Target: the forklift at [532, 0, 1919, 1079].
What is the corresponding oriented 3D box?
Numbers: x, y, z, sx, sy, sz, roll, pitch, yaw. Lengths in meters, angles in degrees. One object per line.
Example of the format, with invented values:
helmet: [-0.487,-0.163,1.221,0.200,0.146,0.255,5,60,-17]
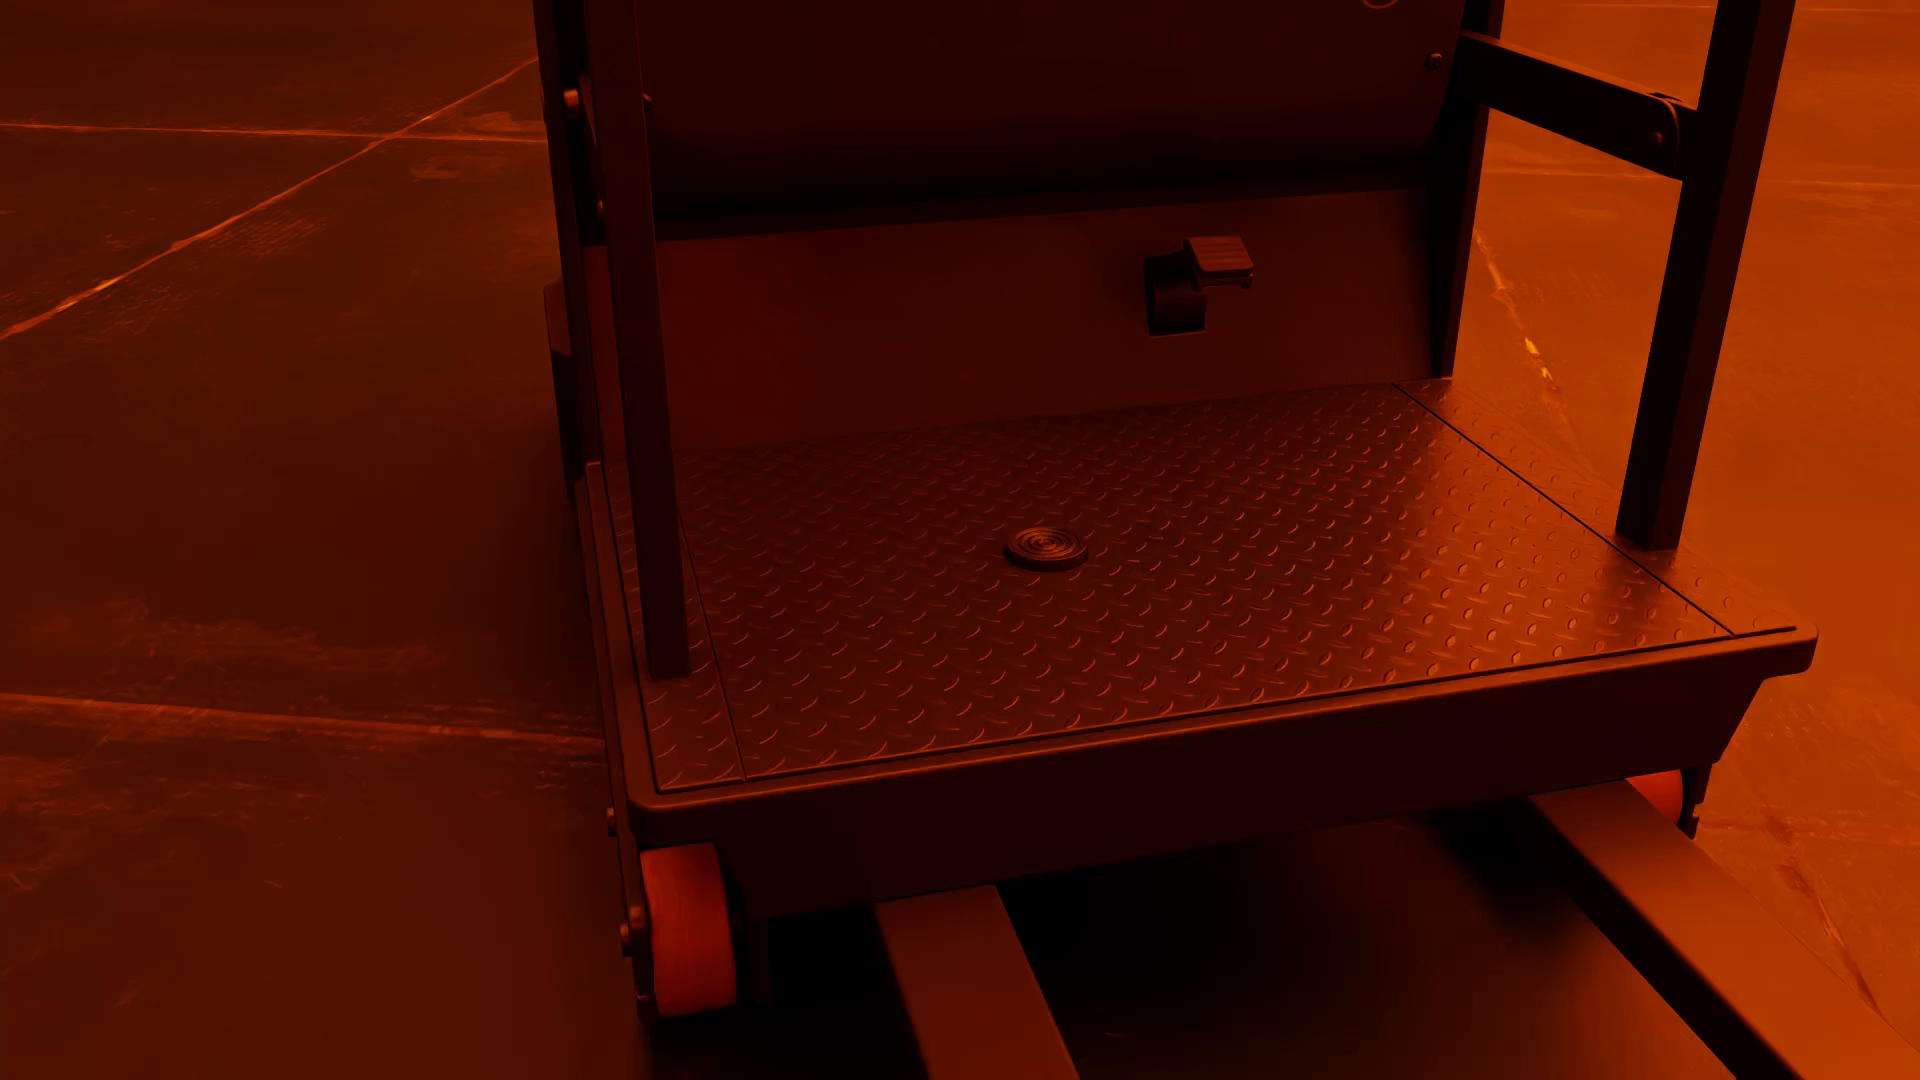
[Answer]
forklift: [0.153,-1.049,1.319,1.130,2.935,3.031,-7,27,-13]
